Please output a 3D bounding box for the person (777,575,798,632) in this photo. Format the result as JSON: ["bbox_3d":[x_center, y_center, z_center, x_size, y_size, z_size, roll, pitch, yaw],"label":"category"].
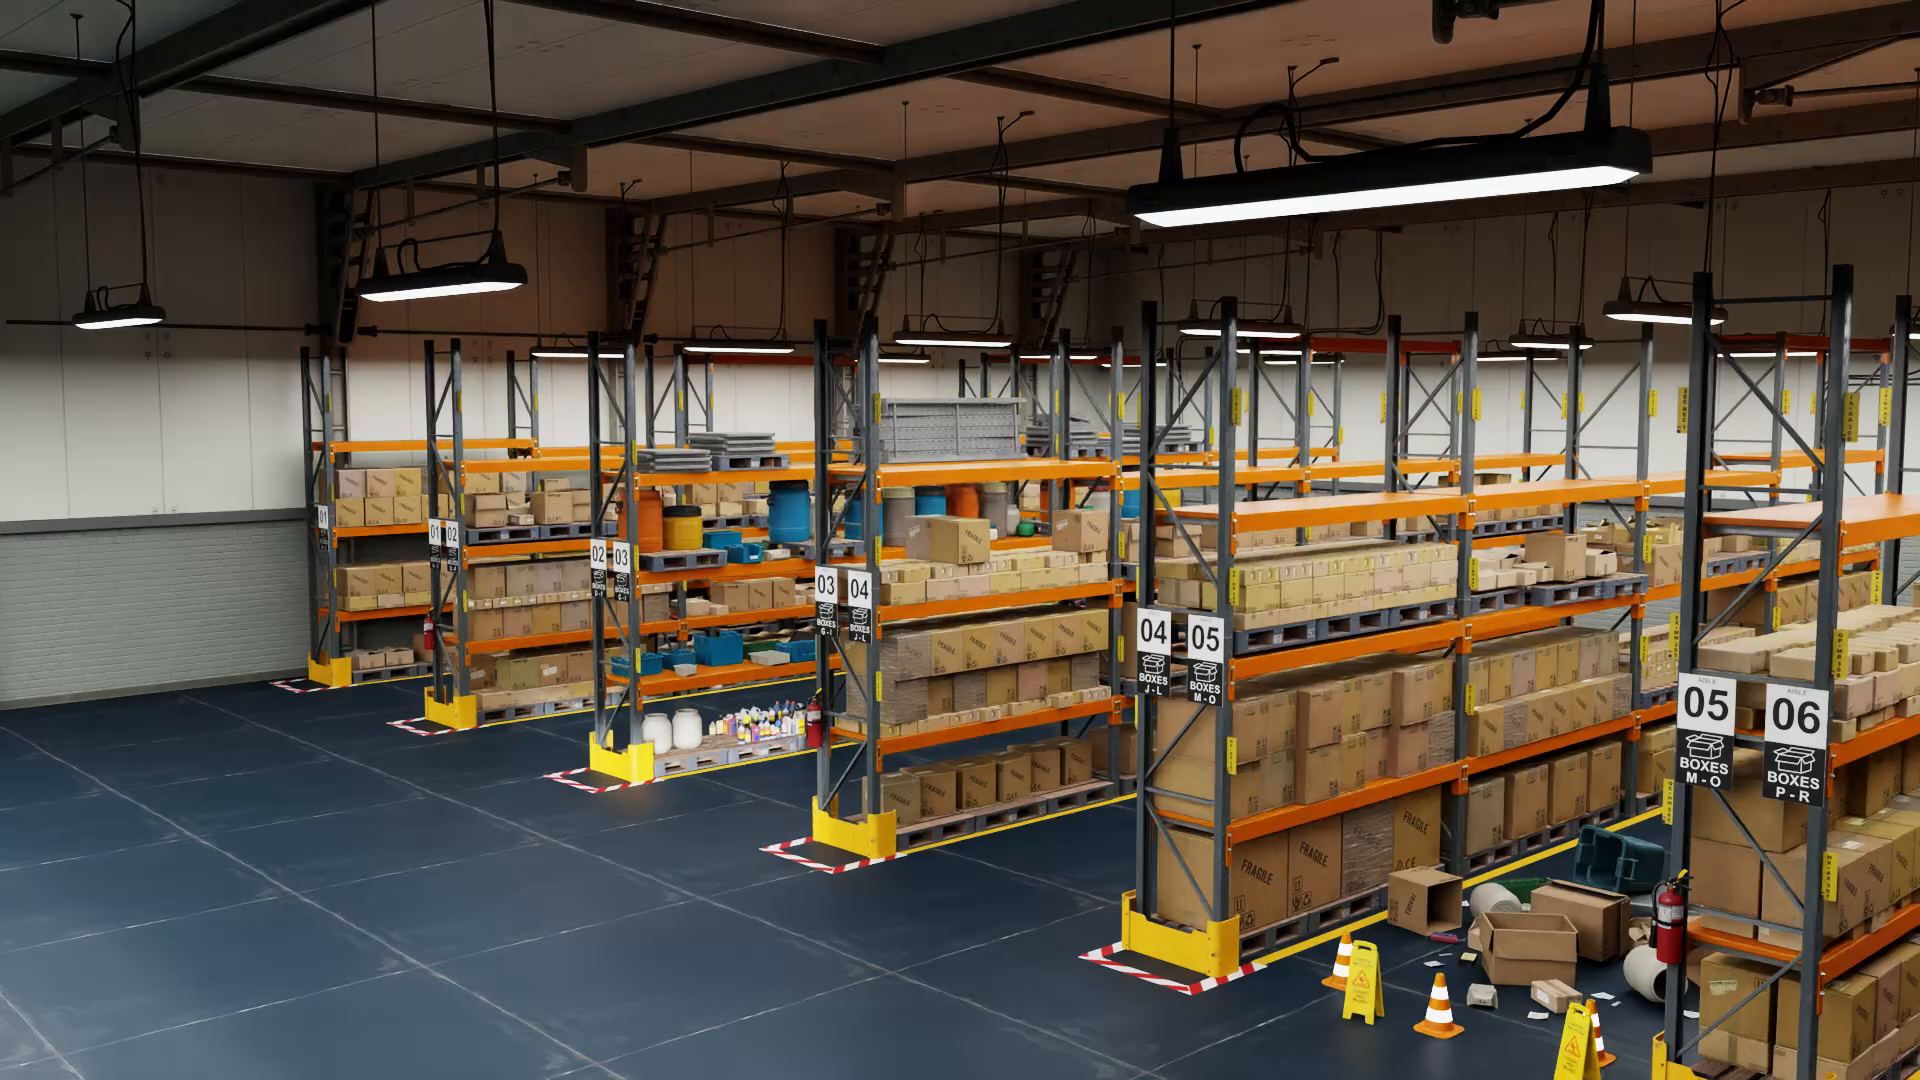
[{"bbox_3d":[-3.451,1.502,32.477,0.610,1.631,0.501,-4,7,-40],"label":"person"}]
